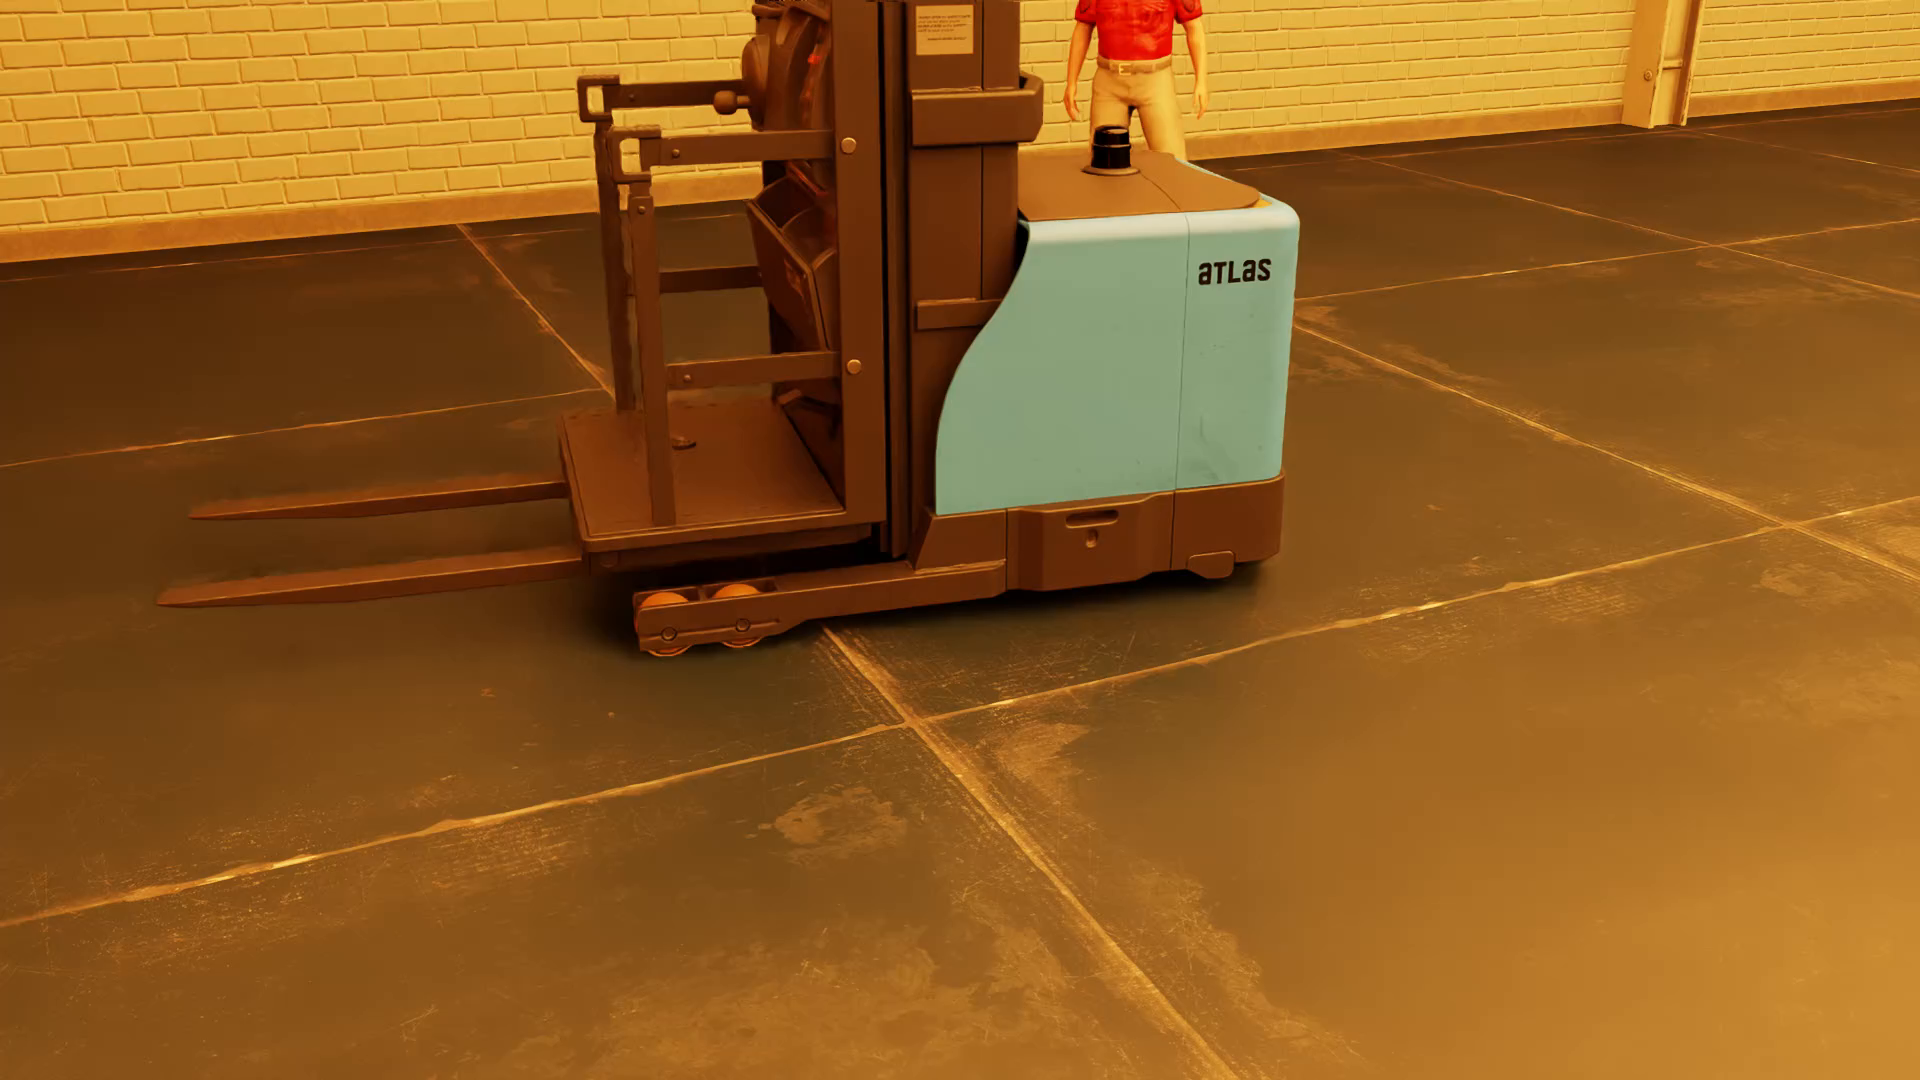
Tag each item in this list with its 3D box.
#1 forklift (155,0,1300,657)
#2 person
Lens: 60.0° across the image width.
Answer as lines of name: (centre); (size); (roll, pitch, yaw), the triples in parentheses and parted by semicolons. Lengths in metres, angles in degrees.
forklift: (-0.642, -1.271, 4.347); (3.031, 2.935, 1.130); (-6, 23, -15)
person: (0.872, -2.239, 8.266); (0.740, 1.710, 0.425); (6, 23, 13)
